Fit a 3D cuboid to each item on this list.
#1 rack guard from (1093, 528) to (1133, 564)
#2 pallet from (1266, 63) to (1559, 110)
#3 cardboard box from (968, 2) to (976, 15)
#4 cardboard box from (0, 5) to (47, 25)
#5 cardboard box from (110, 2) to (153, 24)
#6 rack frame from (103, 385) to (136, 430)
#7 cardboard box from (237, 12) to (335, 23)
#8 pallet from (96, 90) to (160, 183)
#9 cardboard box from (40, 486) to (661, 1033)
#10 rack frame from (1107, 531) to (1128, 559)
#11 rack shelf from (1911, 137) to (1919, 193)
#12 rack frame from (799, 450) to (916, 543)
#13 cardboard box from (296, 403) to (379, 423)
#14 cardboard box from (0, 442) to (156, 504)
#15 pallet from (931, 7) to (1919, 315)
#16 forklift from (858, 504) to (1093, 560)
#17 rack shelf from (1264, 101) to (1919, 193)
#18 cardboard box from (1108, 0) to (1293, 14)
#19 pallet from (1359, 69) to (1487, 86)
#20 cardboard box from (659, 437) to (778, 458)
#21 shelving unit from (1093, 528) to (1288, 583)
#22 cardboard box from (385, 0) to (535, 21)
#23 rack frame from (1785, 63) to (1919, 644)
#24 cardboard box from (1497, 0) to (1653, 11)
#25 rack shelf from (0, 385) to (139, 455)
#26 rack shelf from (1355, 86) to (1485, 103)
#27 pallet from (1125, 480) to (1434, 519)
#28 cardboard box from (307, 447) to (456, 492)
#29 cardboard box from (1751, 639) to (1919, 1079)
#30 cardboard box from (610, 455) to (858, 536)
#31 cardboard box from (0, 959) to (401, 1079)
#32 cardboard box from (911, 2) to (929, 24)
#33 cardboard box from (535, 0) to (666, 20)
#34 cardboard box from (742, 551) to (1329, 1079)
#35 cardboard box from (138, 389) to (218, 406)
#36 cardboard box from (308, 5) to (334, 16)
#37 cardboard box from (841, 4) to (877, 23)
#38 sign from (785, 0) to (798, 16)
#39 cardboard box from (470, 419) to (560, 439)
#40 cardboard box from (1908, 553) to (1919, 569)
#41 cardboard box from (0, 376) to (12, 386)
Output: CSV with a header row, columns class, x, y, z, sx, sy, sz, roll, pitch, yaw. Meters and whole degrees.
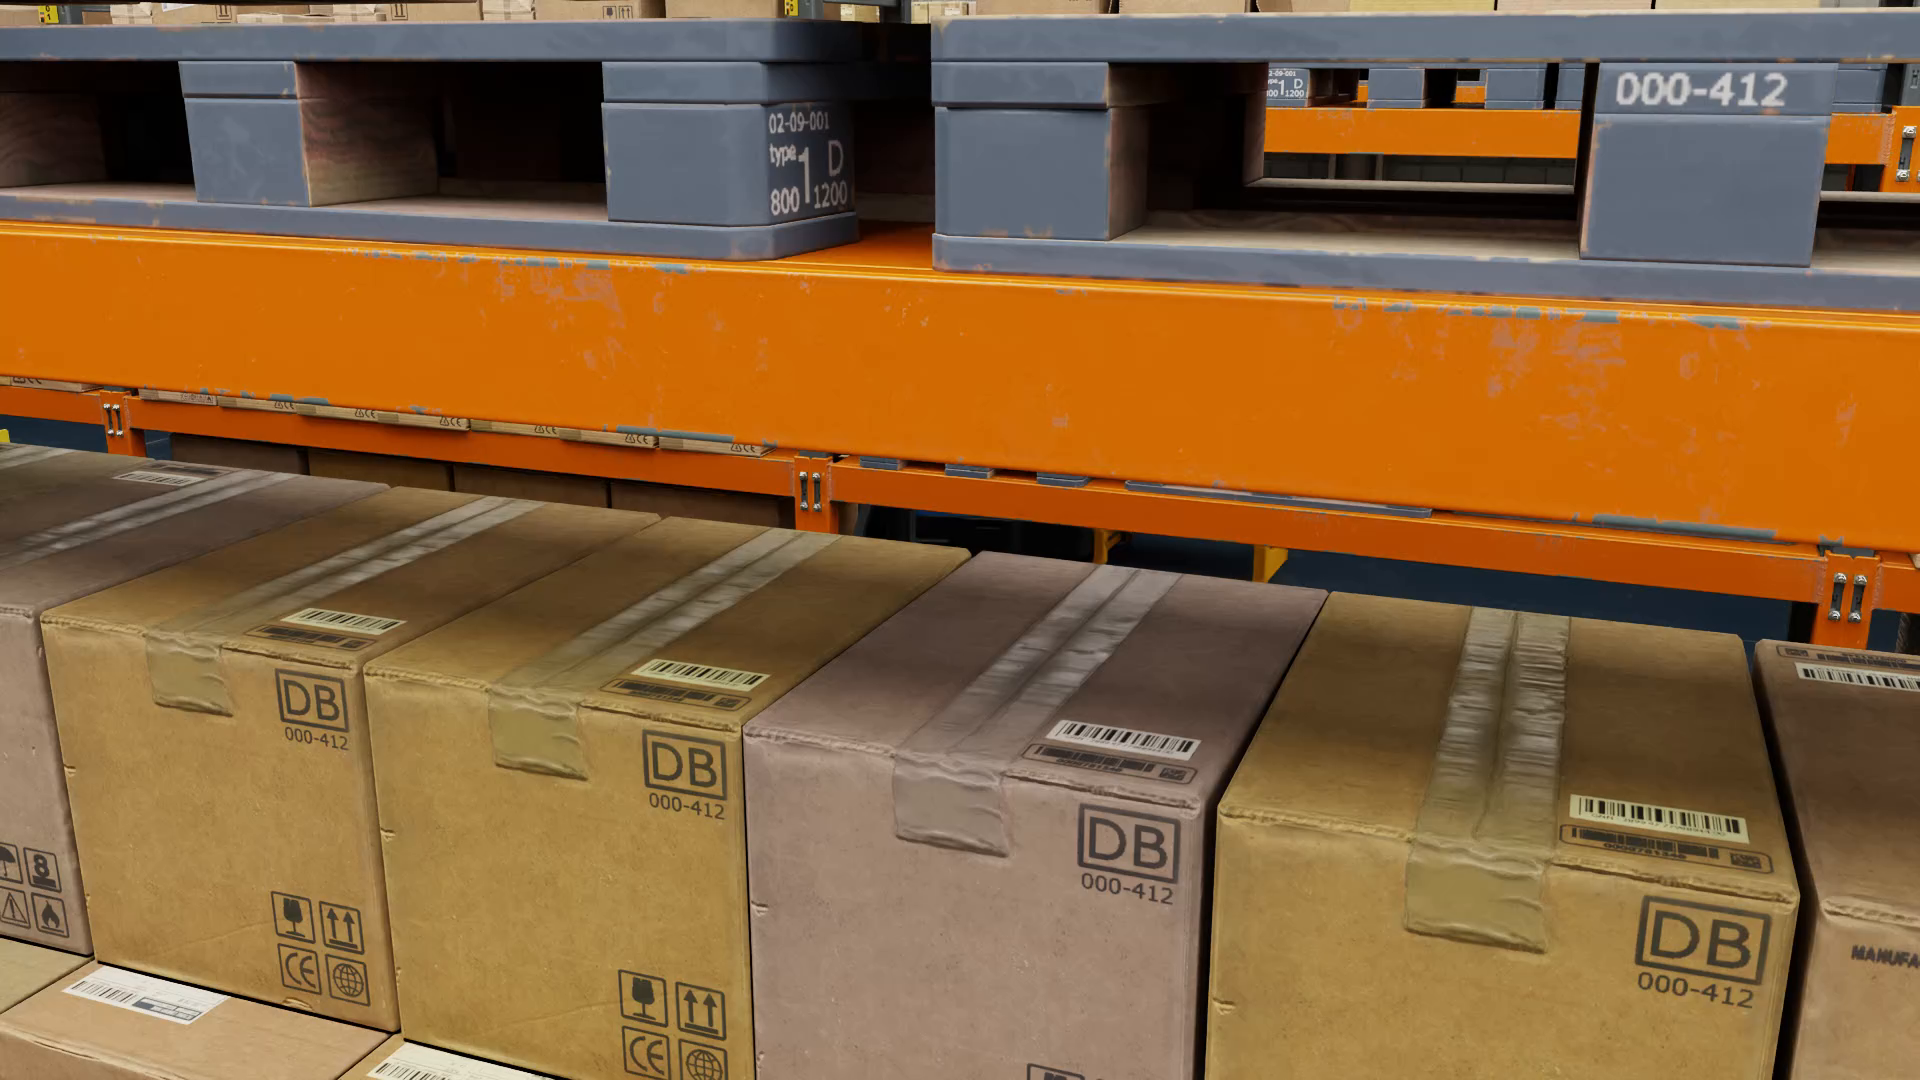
class,x,y,z,sx,sy,sz,roll,pitch,yaw
rack guard,0.961,-0.047,10.388,0.087,0.250,0.587,7,18,23
pallet,1.763,-1.790,6.416,1.003,0.211,1.213,6,17,21
cardboard box,0.240,-3.707,11.703,0.250,0.149,0.380,6,17,20
cardboard box,-4.889,-2.670,8.419,0.258,0.266,0.396,7,18,22
cardboard box,-3.840,-2.498,8.004,0.258,0.266,0.396,6,17,20
rack frame,-4.177,-1.062,8.951,0.127,3.000,1.000,6,17,21
cardboard box,-3.129,-2.372,7.749,0.250,0.166,0.380,5,17,17
pallet,-1.560,-0.656,2.513,1.003,0.211,1.213,7,18,23
cardboard box,-0.816,0.265,2.408,0.500,0.500,0.700,6,17,20
rack frame,0.960,-0.648,10.214,0.032,1.500,0.500,7,18,23
rack shelf,5.125,-1.134,5.110,4.000,0.370,1.077,6,17,21
rack frame,-0.456,-0.653,7.542,0.127,3.000,1.000,6,17,21
cardboard box,-2.912,-0.767,8.206,0.500,0.250,0.500,6,17,20
cardboard box,-1.765,0.162,2.764,0.500,0.500,0.700,6,17,20
pallet,0.671,-0.379,1.562,1.217,0.209,0.805,6,17,18
forklift,-0.677,-1.407,10.262,3.031,2.935,1.130,1,16,3
rack shelf,1.404,-1.543,6.519,4.000,0.370,1.077,6,17,21
cardboard box,0.973,-1.994,6.597,0.637,0.503,0.797,6,17,21
pallet,3.067,-3.130,11.035,1.213,0.211,1.003,7,18,23
cardboard box,-1.022,-0.565,7.509,0.500,0.250,0.500,6,17,19
shelving unit,1.418,-0.592,10.023,1.083,1.500,0.587,7,18,23
cardboard box,-2.202,-2.448,7.413,0.500,0.500,0.500,6,17,21
rack frame,3.265,-0.244,6.132,0.127,3.000,1.000,6,17,21
cardboard box,2.199,-1.889,5.936,0.500,0.250,0.500,7,17,21
rack shelf,-6.038,-0.921,9.756,4.000,0.370,1.077,6,17,21
rack shelf,3.222,-2.831,10.955,4.000,0.370,1.077,6,17,21
pallet,1.400,-0.369,6.908,1.213,0.211,1.003,6,17,21
cardboard box,-2.728,-0.110,8.731,0.875,0.875,0.875,7,18,22
cardboard box,1.078,0.473,1.691,0.500,0.500,0.700,6,17,20
cardboard box,-1.068,0.074,8.097,0.875,0.875,0.875,6,17,20
cardboard box,-0.917,0.812,2.316,0.500,0.500,0.500,6,17,21
cardboard box,-0.274,-3.734,11.797,0.250,0.149,0.380,6,17,21
cardboard box,-1.447,-2.395,7.230,0.500,0.500,0.700,5,17,18
cardboard box,0.129,0.369,2.049,0.500,0.500,0.700,6,17,21
cardboard box,-3.865,-0.876,8.581,0.500,0.250,0.500,6,17,19
cardboard box,-3.281,-2.626,8.364,0.500,0.311,0.500,6,17,21
cardboard box,-0.789,-3.775,11.903,0.250,0.149,0.380,6,17,21
sign,-0.668,-2.236,6.548,0.005,0.325,0.100,6,17,21
cardboard box,-1.966,-0.669,7.867,0.500,0.250,0.500,6,17,20
cardboard box,3.440,-0.008,5.770,0.250,0.149,0.380,6,17,20
cardboard box,-5.183,-1.142,9.049,0.500,0.500,0.500,6,17,19
